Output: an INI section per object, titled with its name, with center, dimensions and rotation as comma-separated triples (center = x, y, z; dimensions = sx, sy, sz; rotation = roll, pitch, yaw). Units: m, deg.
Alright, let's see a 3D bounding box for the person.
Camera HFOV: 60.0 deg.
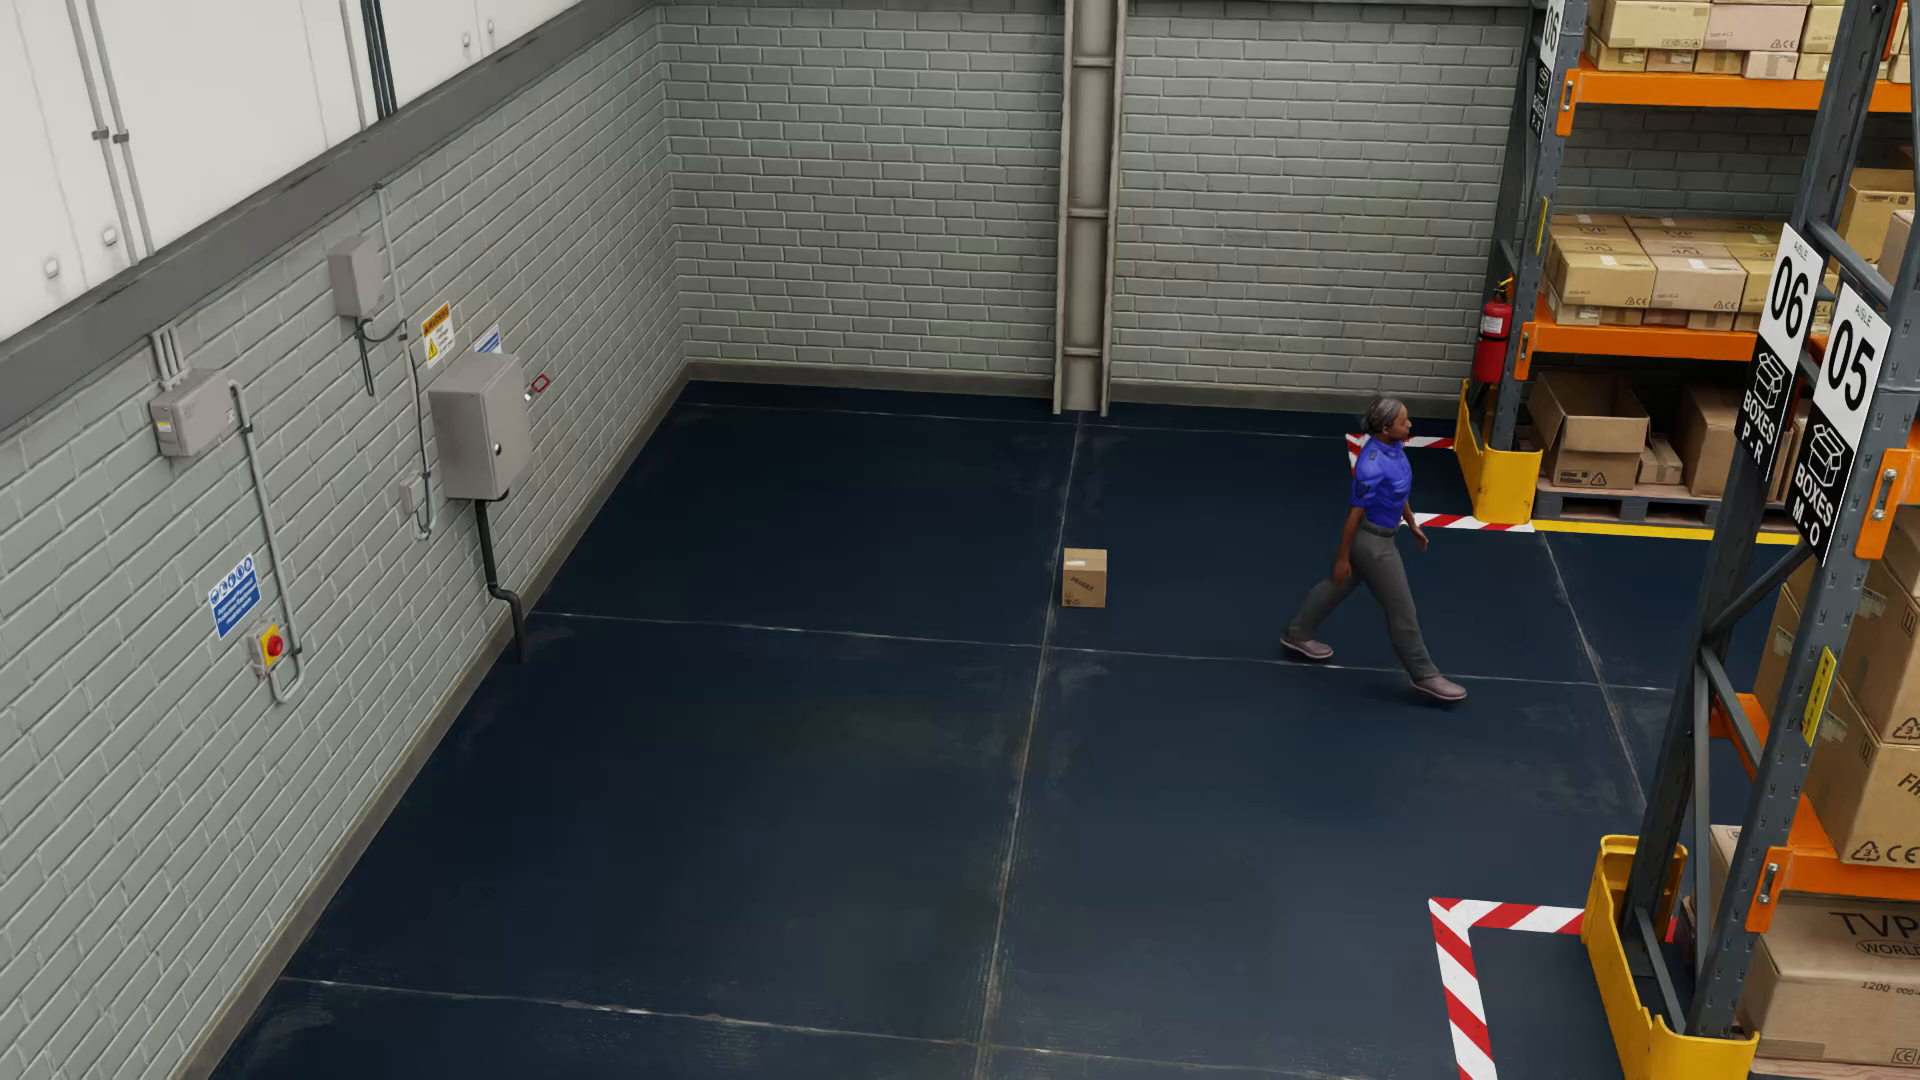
[person]
center = 2.224, 0.002, 8.602
dimensions = 1.001, 1.592, 0.483
rotation = 8, 30, 15
